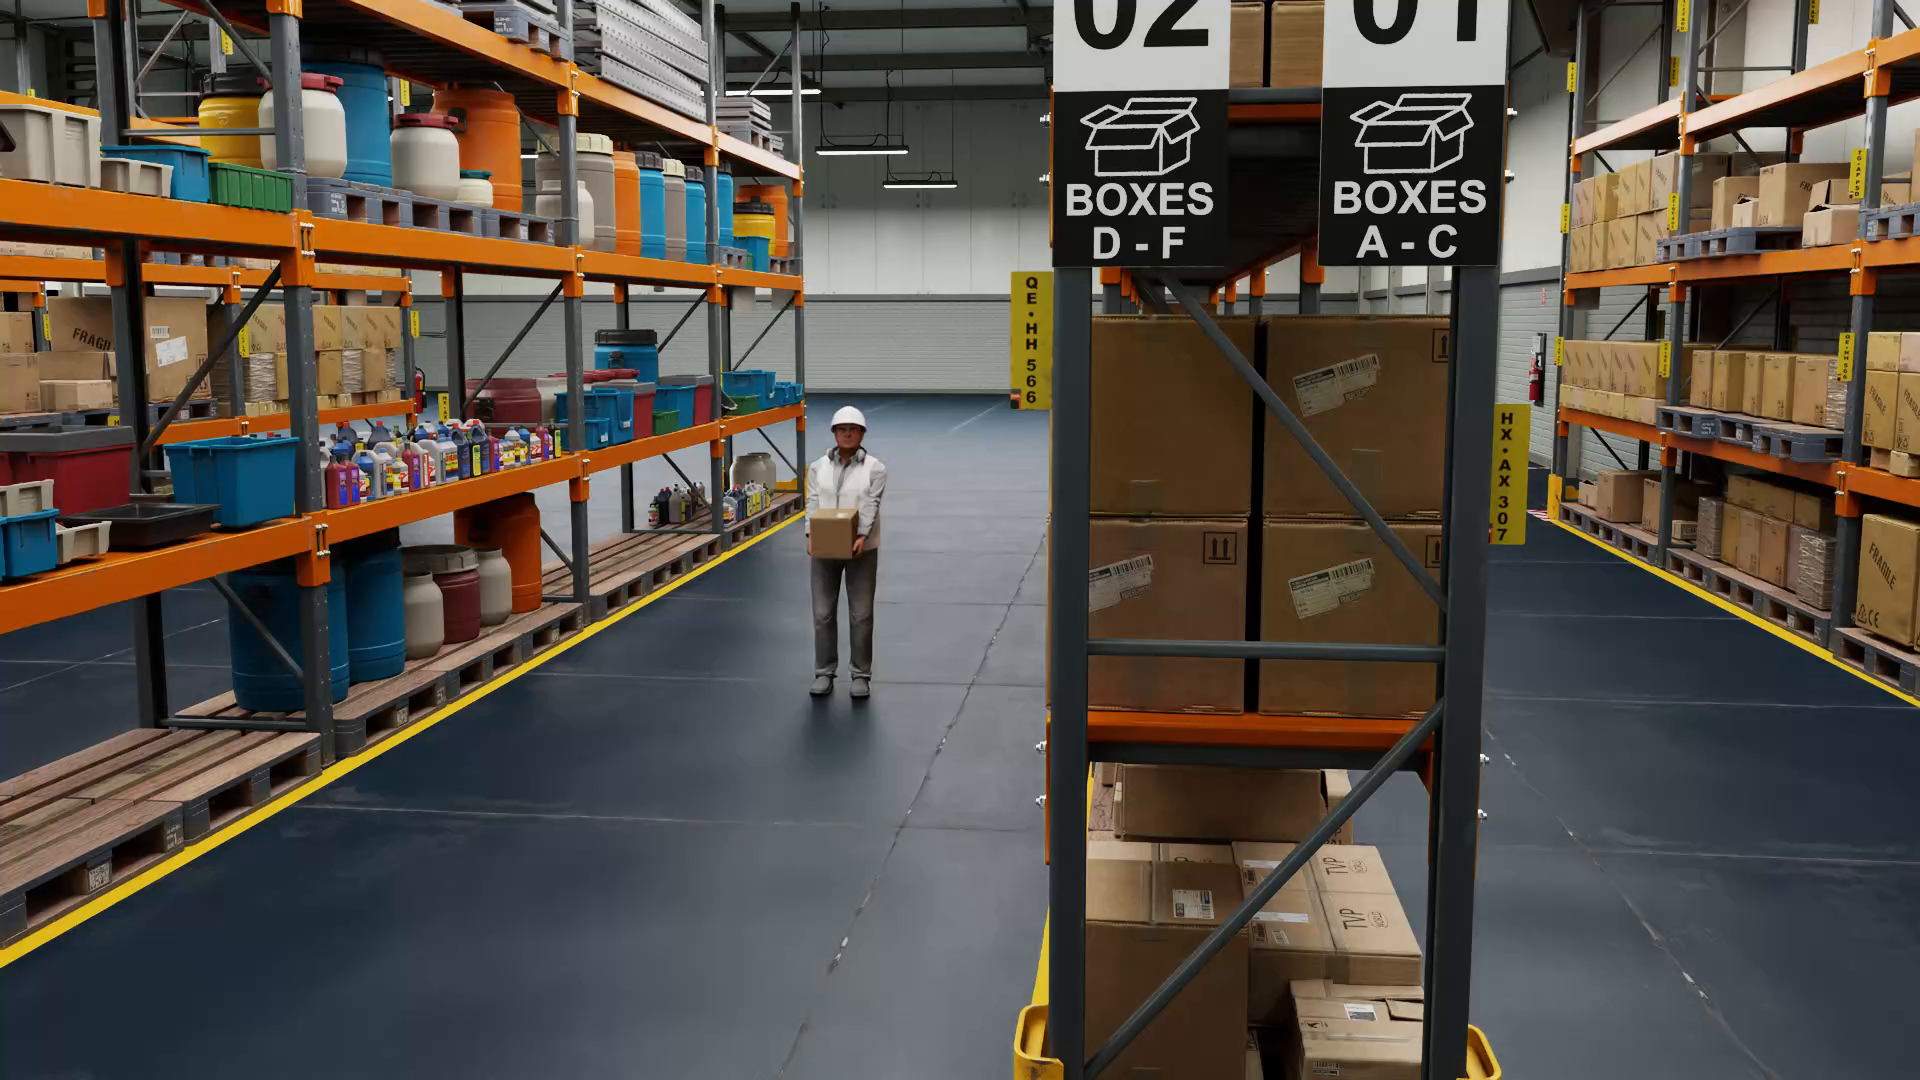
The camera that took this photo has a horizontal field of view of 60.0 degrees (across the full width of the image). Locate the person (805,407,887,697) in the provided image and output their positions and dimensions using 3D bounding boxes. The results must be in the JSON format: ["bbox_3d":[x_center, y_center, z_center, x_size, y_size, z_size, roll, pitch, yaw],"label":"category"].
[{"bbox_3d":[-0.707,0.076,10.150,0.494,1.762,0.563,1,8,7],"label":"person"}]
